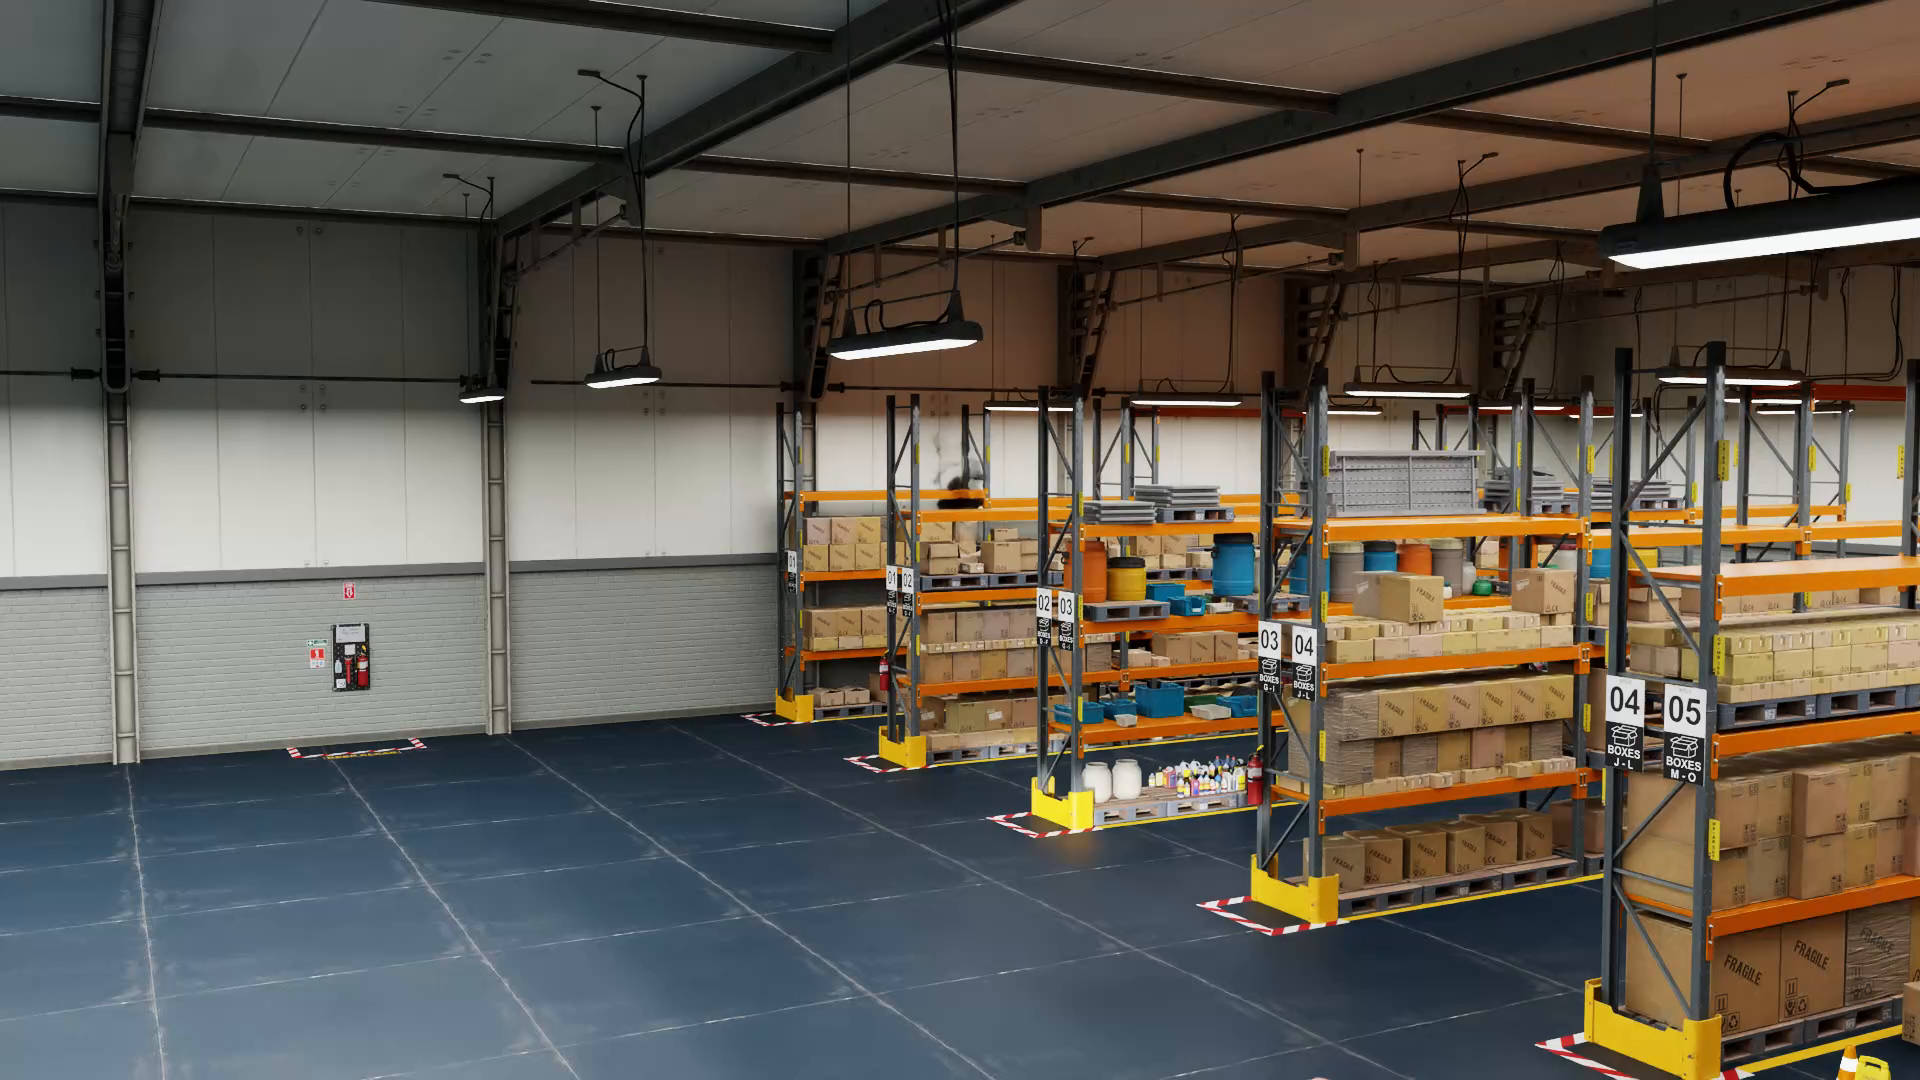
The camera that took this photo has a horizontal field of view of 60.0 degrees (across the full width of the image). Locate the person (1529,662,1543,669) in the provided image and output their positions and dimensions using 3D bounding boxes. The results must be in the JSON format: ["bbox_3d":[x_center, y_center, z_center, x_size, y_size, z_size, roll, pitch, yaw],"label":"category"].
[{"bbox_3d":[10.341,2.575,30.532,0.726,1.753,0.681,-3,4,-41],"label":"person"}]
